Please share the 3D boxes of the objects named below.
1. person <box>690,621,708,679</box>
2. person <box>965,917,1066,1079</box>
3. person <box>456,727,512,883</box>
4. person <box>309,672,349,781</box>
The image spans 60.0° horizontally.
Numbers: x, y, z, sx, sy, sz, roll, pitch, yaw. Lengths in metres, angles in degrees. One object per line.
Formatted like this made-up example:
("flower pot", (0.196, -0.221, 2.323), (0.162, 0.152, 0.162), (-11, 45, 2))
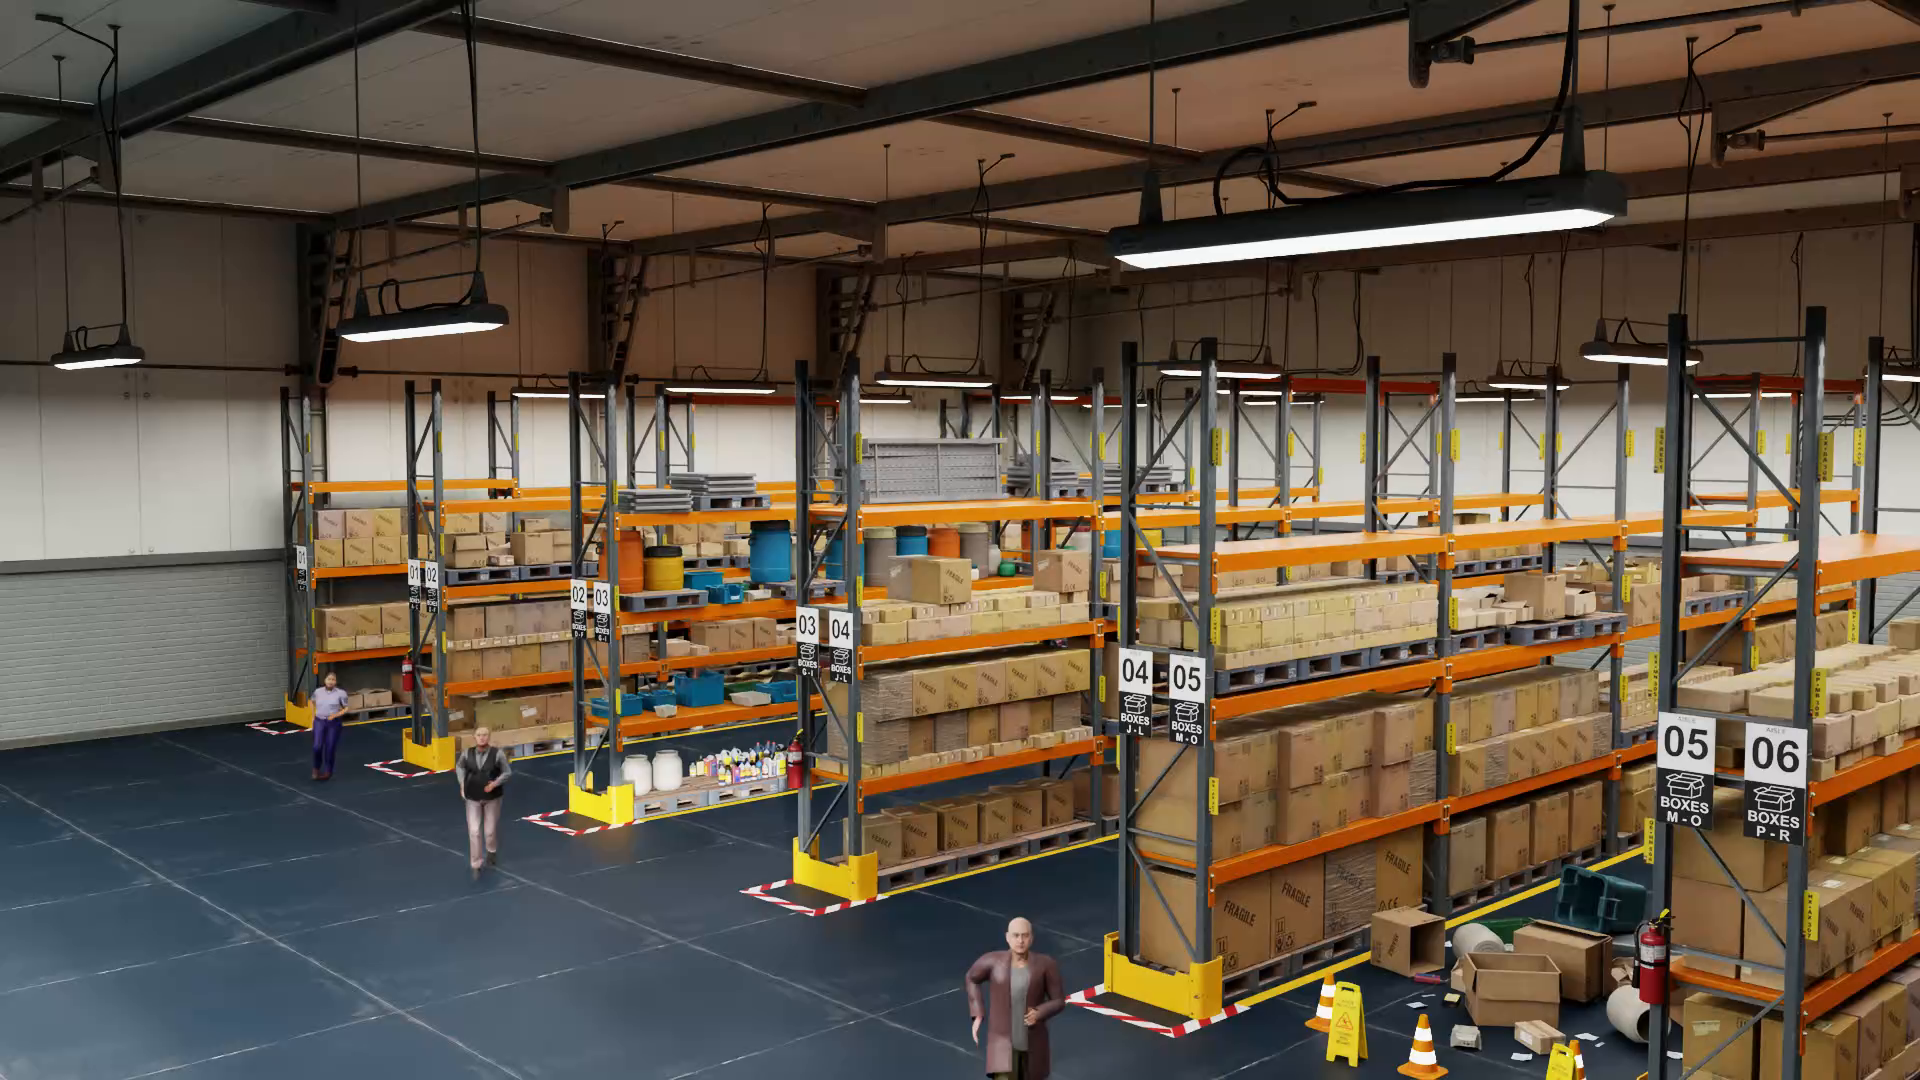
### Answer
("person", (-4.846, 2.338, 31.238), (0.562, 1.656, 0.926), (3, 5, 39))
("person", (0.398, 3.538, 11.621), (0.675, 1.794, 0.765), (0, 4, -5))
("person", (-5.583, 3.054, 19.496), (0.663, 1.743, 0.856), (-1, 4, -10))
("person", (-9.406, 2.782, 24.762), (0.584, 1.620, 0.587), (-1, 4, -13))
